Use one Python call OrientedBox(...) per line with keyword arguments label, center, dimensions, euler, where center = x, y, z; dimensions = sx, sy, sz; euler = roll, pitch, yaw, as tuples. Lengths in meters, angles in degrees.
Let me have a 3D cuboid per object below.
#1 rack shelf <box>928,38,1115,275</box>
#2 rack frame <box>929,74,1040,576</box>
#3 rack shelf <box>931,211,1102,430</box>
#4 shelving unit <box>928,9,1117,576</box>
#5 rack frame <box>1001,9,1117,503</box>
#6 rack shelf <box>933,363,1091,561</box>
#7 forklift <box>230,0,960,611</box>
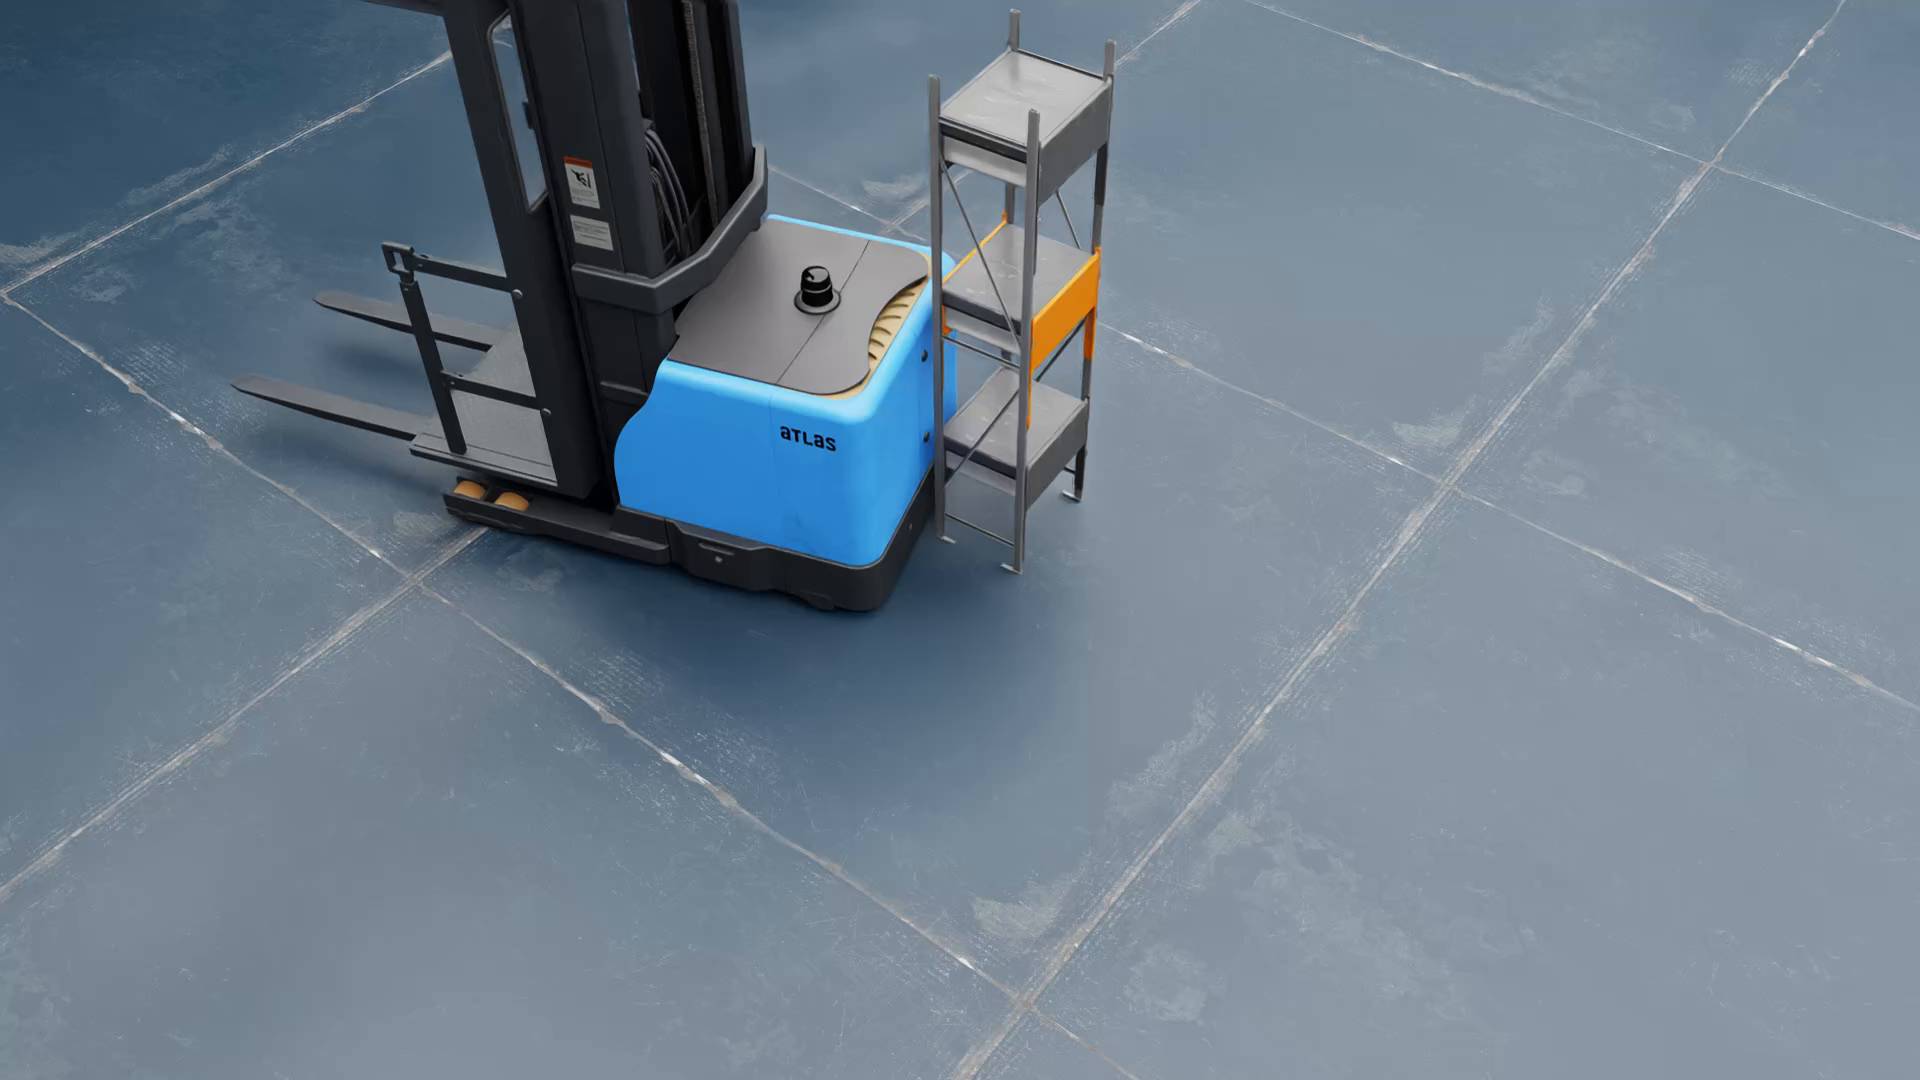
OrientedBox(label="rack shelf", center=(0.205, -1.287, 5.578), dimensions=(0.431, 0.518, 0.480), euler=(25, 51, 22))
OrientedBox(label="rack frame", center=(0.074, -0.664, 5.932), dimensions=(0.400, 2.100, 0.015), euler=(25, 51, 22))
OrientedBox(label="rack shelf", center=(0.205, -0.804, 6.085), dimensions=(0.431, 0.518, 0.480), euler=(25, 51, 22))
OrientedBox(label="shelving unit", center=(0.205, -0.813, 6.075), dimensions=(0.431, 2.100, 0.503), euler=(25, 51, 22))
OrientedBox(label="rack frame", center=(0.336, -0.962, 6.217), dimensions=(0.400, 2.100, 0.015), euler=(25, 51, 22))
OrientedBox(label="rack shelf", center=(0.205, -0.320, 6.591), dimensions=(0.431, 0.518, 0.480), euler=(25, 51, 22))
OrientedBox(label="forklift", center=(-1.572, -1.389, 6.050), dimensions=(3.031, 2.935, 1.130), euler=(14, 48, 13))
